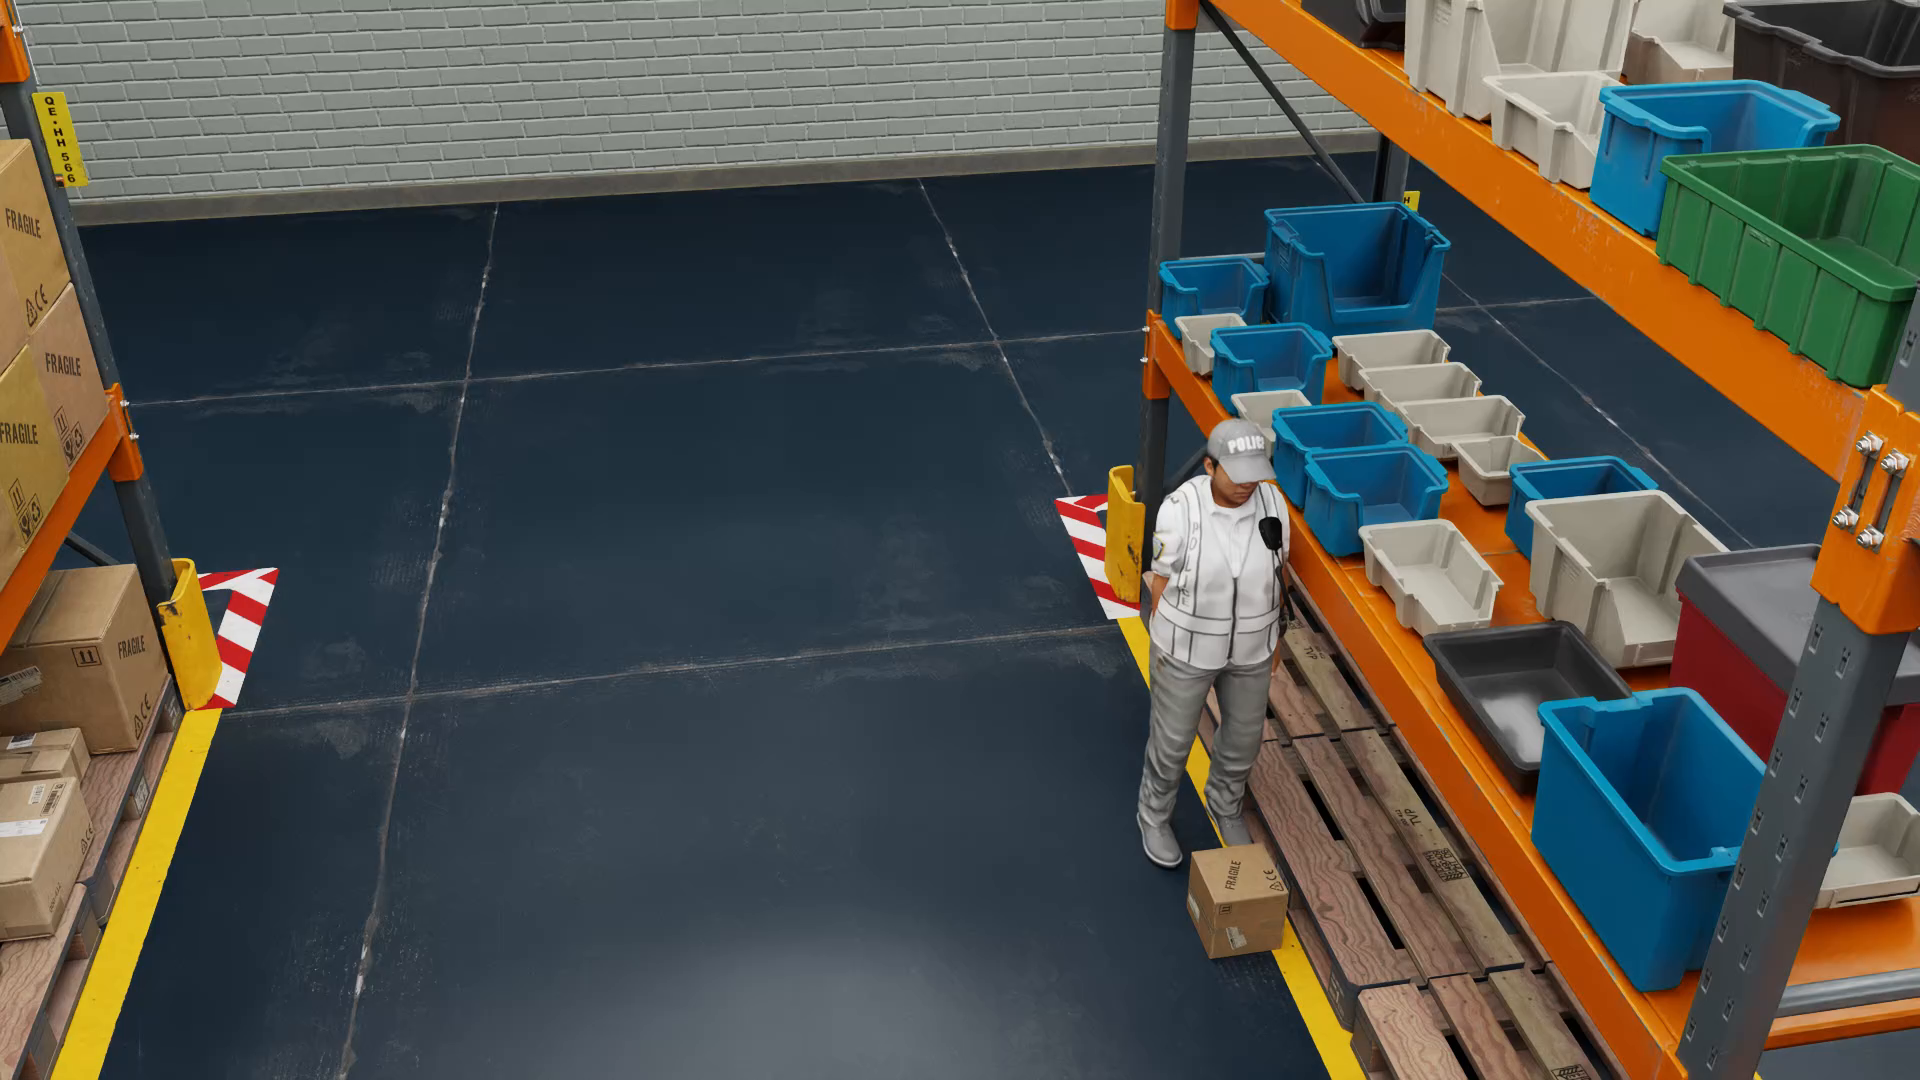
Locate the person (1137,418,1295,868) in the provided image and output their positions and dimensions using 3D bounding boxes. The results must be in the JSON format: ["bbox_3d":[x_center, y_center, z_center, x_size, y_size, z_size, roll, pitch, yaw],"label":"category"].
[{"bbox_3d":[0.861,0.359,5.548,0.467,1.671,0.390,-5,31,-8],"label":"person"}]
